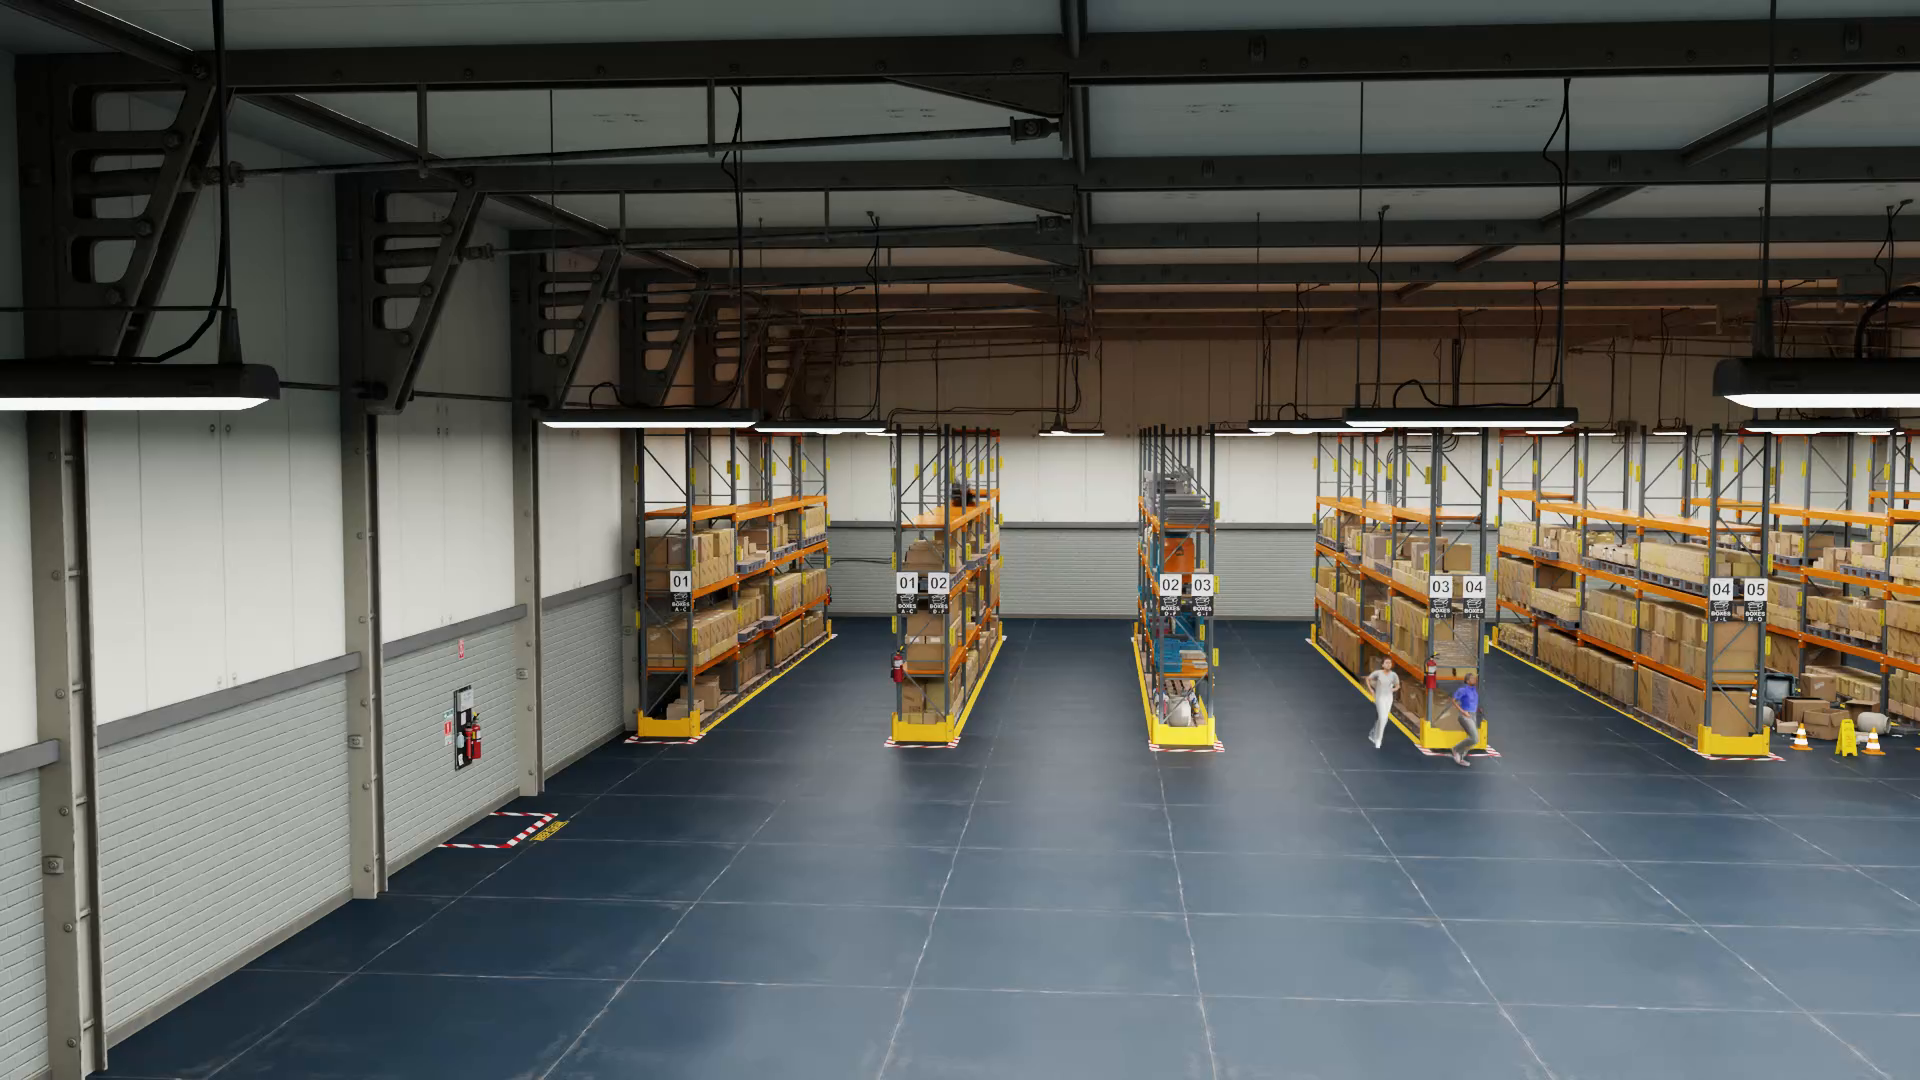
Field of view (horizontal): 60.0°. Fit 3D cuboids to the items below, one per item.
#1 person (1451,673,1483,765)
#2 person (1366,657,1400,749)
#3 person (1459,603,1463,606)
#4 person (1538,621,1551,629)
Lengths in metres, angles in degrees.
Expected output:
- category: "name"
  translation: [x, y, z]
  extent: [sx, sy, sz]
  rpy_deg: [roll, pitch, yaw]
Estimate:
- category: "person"
  translation: [8.942, 3.140, 29.169]
  extent: [0.610, 1.611, 0.487]
  rpy_deg: [-3, 5, -45]
- category: "person"
  translation: [7.886, 3.018, 30.937]
  extent: [0.587, 1.684, 0.663]
  rpy_deg: [-1, 4, -9]
- category: "person"
  translation: [13.331, 2.180, 43.435]
  extent: [0.683, 1.824, 0.864]
  rpy_deg: [1, 4, 10]
- category: "person"
  translation: [16.413, 2.004, 47.260]
  extent: [0.769, 1.683, 0.661]
  rpy_deg: [-2, 4, -30]
